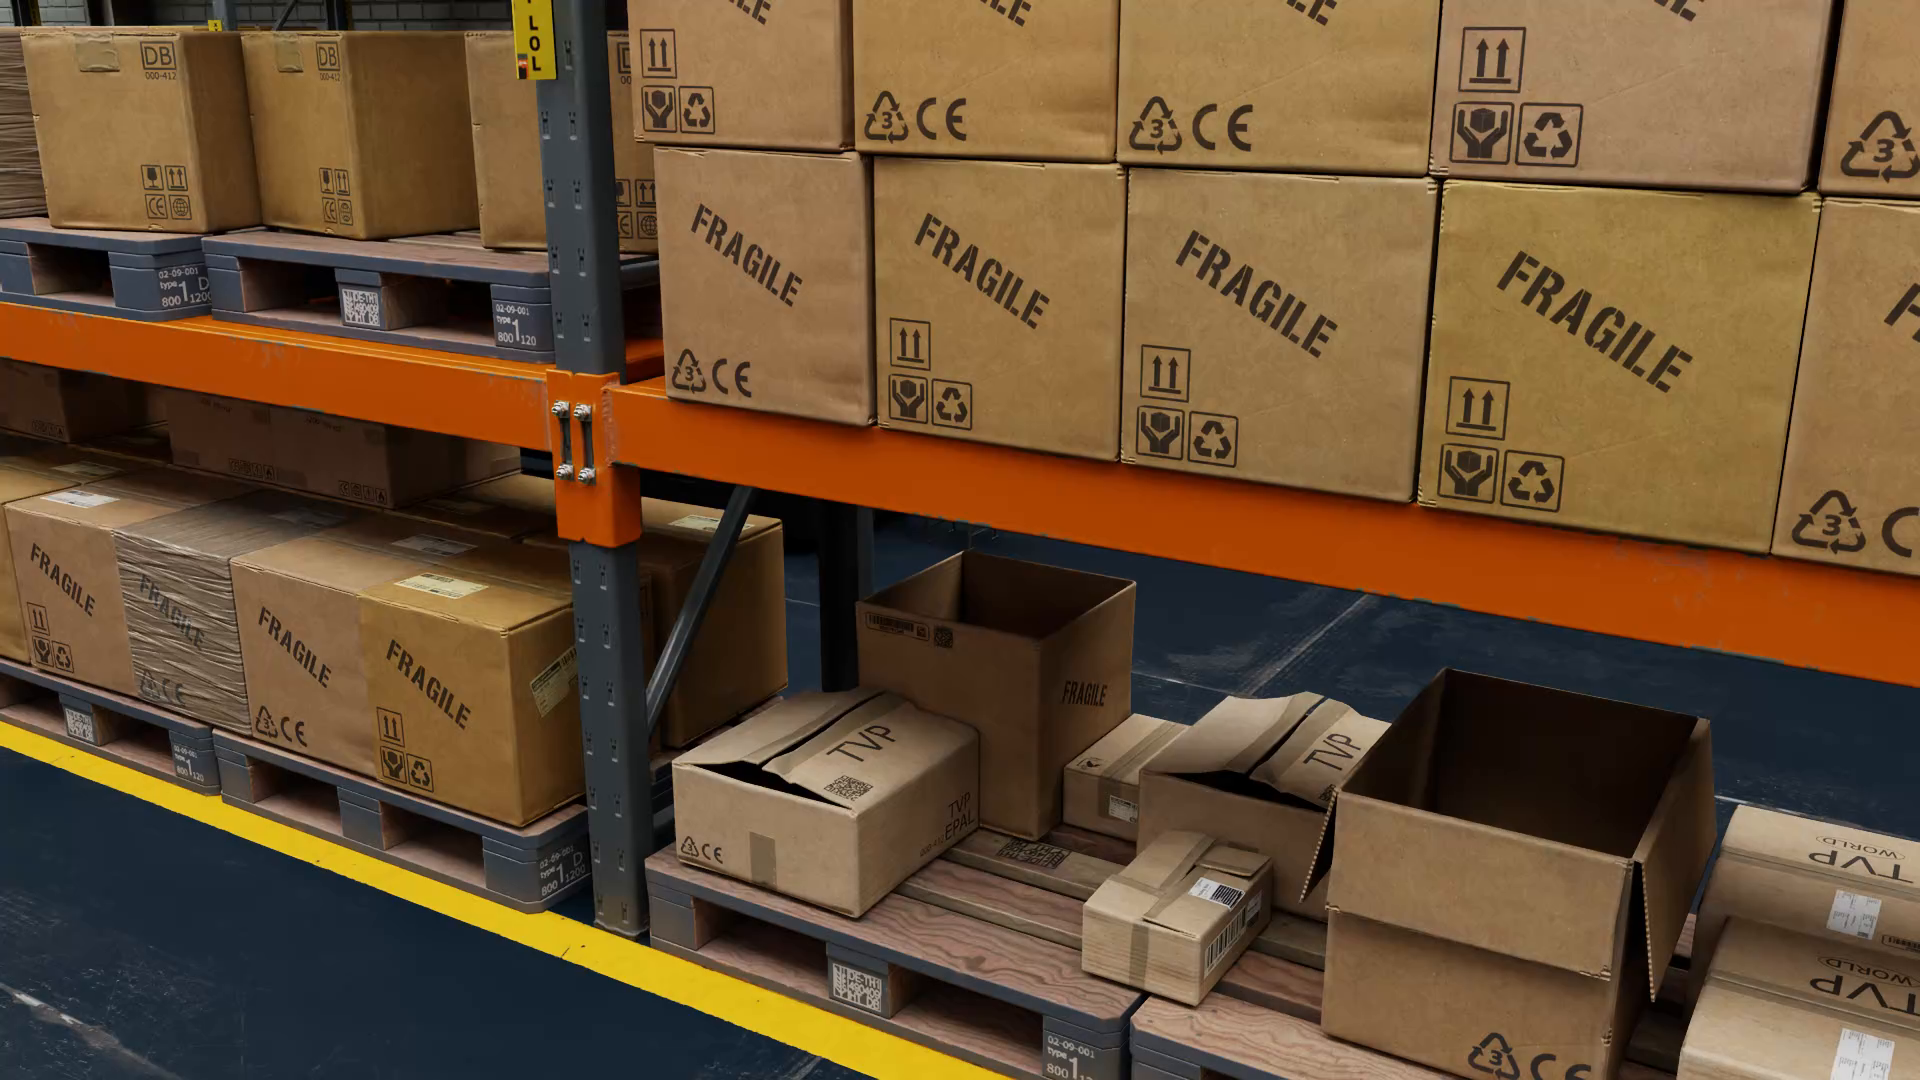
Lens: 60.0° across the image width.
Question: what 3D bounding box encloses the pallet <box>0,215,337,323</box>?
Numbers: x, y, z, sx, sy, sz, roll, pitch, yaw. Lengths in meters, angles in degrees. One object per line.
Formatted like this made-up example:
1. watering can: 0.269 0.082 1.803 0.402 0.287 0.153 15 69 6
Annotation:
1. pallet: -2.290 -0.864 4.895 1.213 0.211 1.003 10 20 30

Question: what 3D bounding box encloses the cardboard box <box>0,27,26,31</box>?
1. cardboard box: -7.075 -3.687 12.791 0.500 0.500 0.500 9 19 28

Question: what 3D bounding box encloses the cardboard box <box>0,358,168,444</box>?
1. cardboard box: -2.980 -0.532 5.726 0.500 0.250 0.500 11 20 32

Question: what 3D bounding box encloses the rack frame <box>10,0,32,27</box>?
1. rack frame: -8.178 -3.695 13.884 0.127 3.000 1.000 10 20 30

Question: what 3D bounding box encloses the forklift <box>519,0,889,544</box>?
1. forklift: -1.623 -1.668 7.330 3.031 2.935 1.130 9 19 28

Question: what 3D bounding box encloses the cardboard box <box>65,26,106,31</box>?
1. cardboard box: -6.186 -3.532 12.282 0.500 0.500 0.500 9 19 28

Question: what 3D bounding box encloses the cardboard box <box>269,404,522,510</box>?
1. cardboard box: -1.678 -0.302 4.967 0.500 0.250 0.500 10 20 30

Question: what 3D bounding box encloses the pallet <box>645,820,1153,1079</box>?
1. pallet: 0.043 0.797 3.895 1.213 0.211 1.003 10 20 30

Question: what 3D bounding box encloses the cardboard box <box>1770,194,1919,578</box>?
1. cardboard box: 1.477 -0.238 2.331 0.500 0.500 0.500 10 20 30

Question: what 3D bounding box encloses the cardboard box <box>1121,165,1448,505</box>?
1. cardboard box: 0.613 -0.391 2.836 0.500 0.500 0.500 10 20 30

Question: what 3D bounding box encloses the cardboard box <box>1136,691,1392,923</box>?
1. cardboard box: 0.732 0.564 3.732 0.500 0.311 0.500 10 20 30

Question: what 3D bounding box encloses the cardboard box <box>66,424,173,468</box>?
1. cardboard box: -2.589 -0.102 5.601 0.500 0.500 0.500 9 19 28

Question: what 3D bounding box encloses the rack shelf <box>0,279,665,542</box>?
1. rack shelf: -2.246 -0.602 4.941 4.000 0.370 1.077 10 20 30

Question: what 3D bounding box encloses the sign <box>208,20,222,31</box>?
1. sign: -5.047 -3.365 11.309 0.005 0.325 0.100 10 20 30

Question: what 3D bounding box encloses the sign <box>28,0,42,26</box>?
1. sign: -7.870 -4.535 14.113 0.005 0.325 0.100 10 20 30

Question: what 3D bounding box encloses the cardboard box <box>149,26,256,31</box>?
1. cardboard box: -5.334 -3.378 11.776 0.500 0.500 0.500 10 20 30

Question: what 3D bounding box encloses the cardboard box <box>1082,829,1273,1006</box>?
1. cardboard box: 0.445 0.749 3.371 0.250 0.166 0.380 10 20 30

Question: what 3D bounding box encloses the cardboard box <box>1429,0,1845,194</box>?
1. cardboard box: 1.031 -0.792 2.436 0.500 0.500 0.500 11 20 32

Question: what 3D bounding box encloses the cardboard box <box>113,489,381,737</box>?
1. cardboard box: -1.956 0.186 4.653 0.500 0.500 0.500 10 20 31

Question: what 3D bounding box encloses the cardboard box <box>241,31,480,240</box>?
1. cardboard box: -1.447 -1.107 4.471 0.500 0.500 0.700 14 22 39

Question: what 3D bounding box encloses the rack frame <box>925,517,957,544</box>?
1. rack frame: -0.080 -0.445 6.797 0.006 0.900 0.240 10 20 30

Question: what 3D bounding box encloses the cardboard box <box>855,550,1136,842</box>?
1. cardboard box: 0.092 0.360 4.080 0.500 0.500 0.500 10 20 30

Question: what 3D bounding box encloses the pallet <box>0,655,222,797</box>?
1. pallet: -2.298 0.392 5.226 1.213 0.211 1.003 10 20 30

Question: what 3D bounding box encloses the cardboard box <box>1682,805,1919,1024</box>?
1. cardboard box: 1.700 0.766 3.172 0.500 0.250 0.500 10 20 30

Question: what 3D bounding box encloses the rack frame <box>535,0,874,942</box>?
1. rack frame: -0.542 -0.642 3.835 0.127 3.000 1.000 10 20 30

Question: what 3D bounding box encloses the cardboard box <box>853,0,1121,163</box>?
1. cardboard box: 0.153 -0.949 2.951 0.500 0.500 0.500 9 19 28

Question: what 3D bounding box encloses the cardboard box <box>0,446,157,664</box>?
1. cardboard box: -2.838 0.031 5.163 0.500 0.500 0.500 10 19 29

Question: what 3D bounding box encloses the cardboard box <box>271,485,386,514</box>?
1. cardboard box: -1.708 0.053 5.089 0.500 0.500 0.500 10 20 31

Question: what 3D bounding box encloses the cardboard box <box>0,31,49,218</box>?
1. cardboard box: -2.675 -1.245 4.925 0.500 0.500 0.700 15 22 40

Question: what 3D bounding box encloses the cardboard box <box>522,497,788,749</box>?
1. cardboard box: -0.826 0.209 4.575 0.500 0.500 0.500 9 19 28

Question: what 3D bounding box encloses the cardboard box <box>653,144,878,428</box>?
1. cardboard box: -0.250 -0.545 3.343 0.500 0.500 0.500 11 20 31

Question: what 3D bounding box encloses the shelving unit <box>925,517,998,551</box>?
1. shelving unit: 0.007 -0.429 6.746 0.210 0.900 0.258 10 20 30

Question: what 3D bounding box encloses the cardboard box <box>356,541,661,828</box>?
1. cardboard box: -1.112 0.339 4.147 0.500 0.500 0.500 10 20 30
